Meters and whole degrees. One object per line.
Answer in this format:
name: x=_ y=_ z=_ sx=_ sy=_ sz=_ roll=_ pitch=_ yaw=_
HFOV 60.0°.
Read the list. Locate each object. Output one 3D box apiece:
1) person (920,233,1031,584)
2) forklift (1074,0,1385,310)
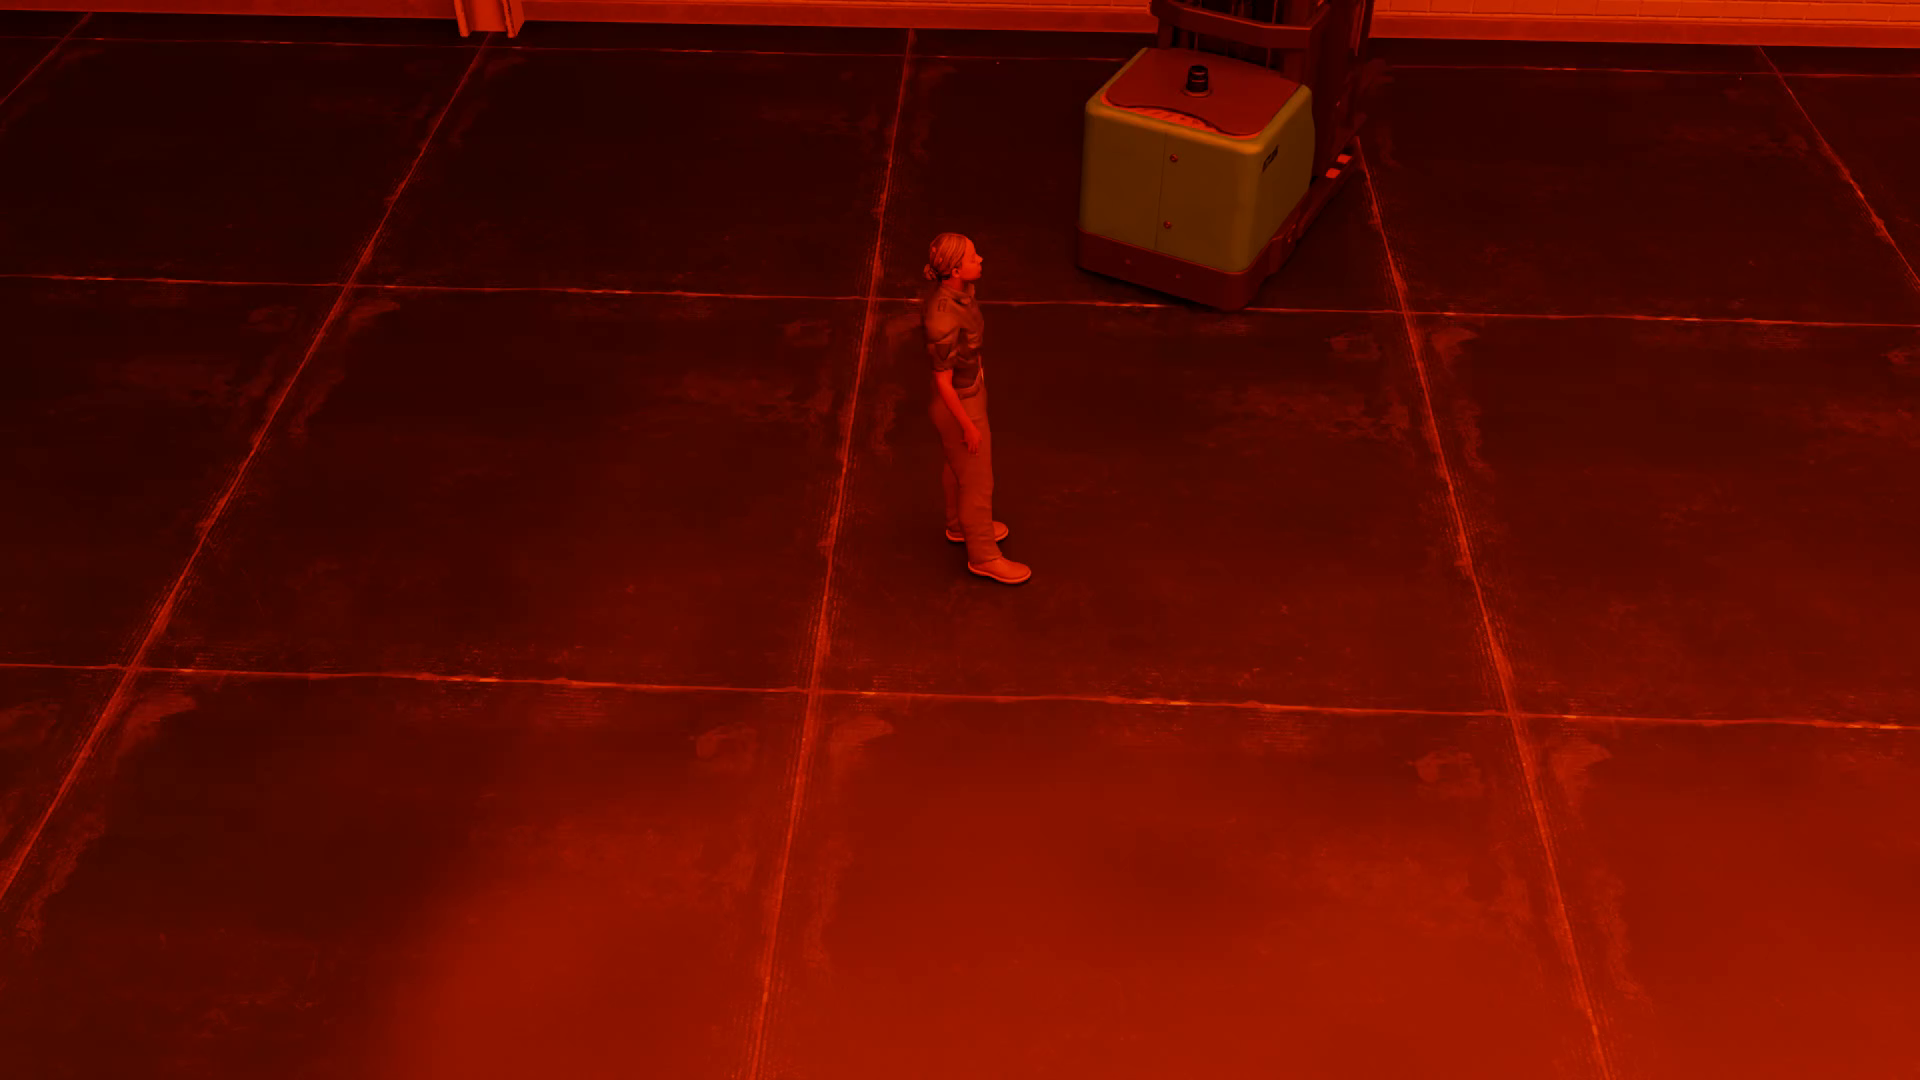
person: x=0.086 y=-0.600 z=7.336 sx=0.504 sy=1.654 sz=0.570 roll=2 pitch=42 yaw=2
forklift: x=1.809 y=-3.337 z=9.398 sx=1.130 sy=2.935 sz=3.031 roll=20 pitch=46 yaw=21
